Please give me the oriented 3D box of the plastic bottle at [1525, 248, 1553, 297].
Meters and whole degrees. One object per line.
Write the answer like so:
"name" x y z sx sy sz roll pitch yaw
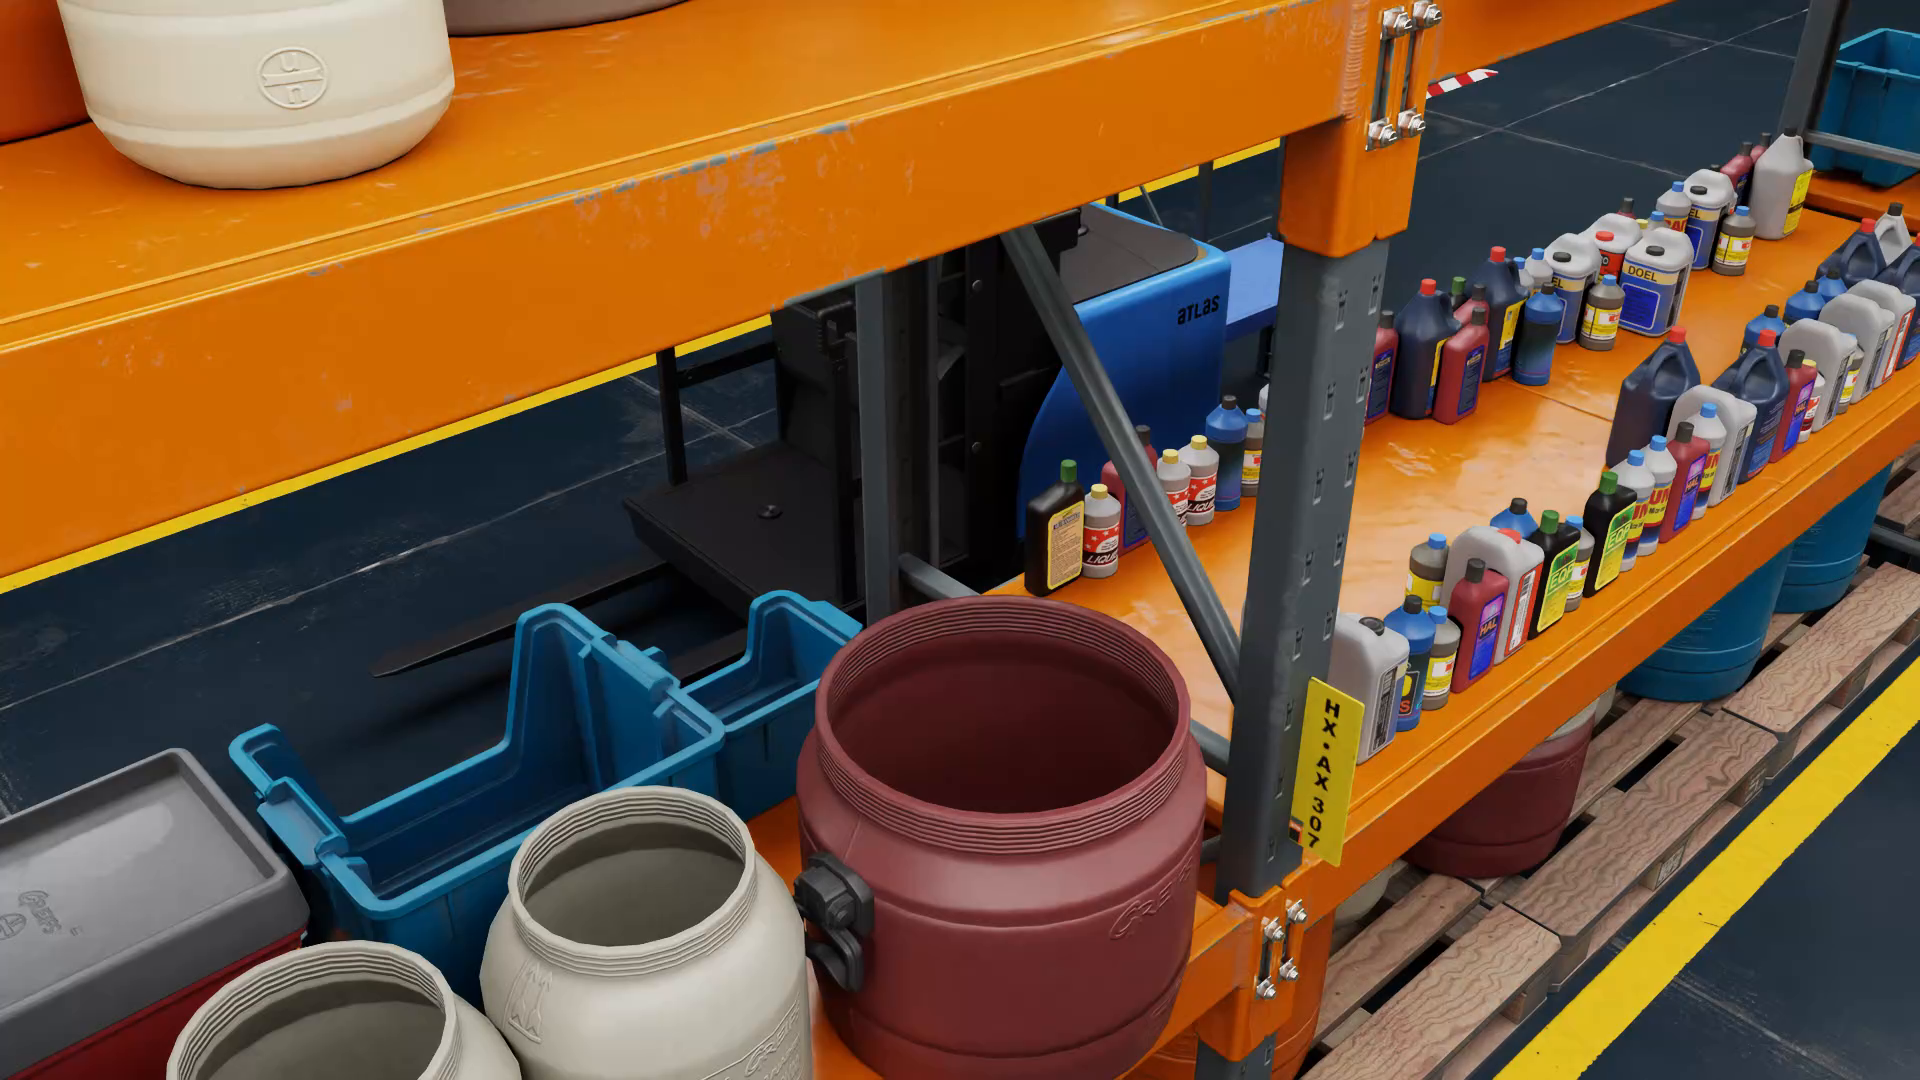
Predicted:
"plastic bottle" 1.577 -0.674 4.601 0.097 0.271 0.097 0 31 0

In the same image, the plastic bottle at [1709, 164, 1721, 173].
"plastic bottle" 2.327 -1.037 5.195 0.097 0.271 0.097 0 31 0

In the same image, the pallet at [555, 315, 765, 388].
"pallet" -1.703 -1.157 7.941 1.213 0.211 1.003 -26 40 -35

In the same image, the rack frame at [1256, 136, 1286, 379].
"rack frame" 1.503 -1.295 6.930 0.032 1.500 0.500 -24 39 -34

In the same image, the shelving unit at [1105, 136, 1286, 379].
"shelving unit" 1.117 -1.123 6.648 1.048 1.500 0.538 -24 39 -34

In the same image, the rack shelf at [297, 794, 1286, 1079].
"rack shelf" -1.272 1.246 2.026 4.000 0.370 1.077 -26 40 -35

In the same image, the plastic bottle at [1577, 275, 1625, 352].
"plastic bottle" 1.779 -0.634 4.602 0.097 0.201 0.097 0 31 0

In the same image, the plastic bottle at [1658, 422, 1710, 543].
"plastic bottle" 1.610 -0.143 3.720 0.133 0.283 0.061 -26 40 -35

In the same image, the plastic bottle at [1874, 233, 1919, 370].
"plastic bottle" 2.541 -0.651 4.487 0.185 0.351 0.144 -26 40 -35

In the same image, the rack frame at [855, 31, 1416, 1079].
"rack frame" 0.195 0.230 2.999 0.127 3.000 1.000 -26 40 -35

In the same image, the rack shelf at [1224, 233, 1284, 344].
"rack shelf" 1.117 -0.969 6.742 1.000 0.185 0.538 -24 39 -34

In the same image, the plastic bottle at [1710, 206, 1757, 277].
"plastic bottle" 2.359 -0.915 5.061 0.097 0.201 0.097 0 31 0

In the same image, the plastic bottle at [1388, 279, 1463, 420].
"plastic bottle" 1.184 -0.502 4.242 0.185 0.351 0.144 -26 40 -35

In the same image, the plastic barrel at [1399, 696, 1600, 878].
"plastic barrel" 1.370 0.499 4.468 0.708 0.588 0.600 -26 40 -35

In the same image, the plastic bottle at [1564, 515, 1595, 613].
"plastic bottle" 1.272 0.043 3.495 0.097 0.201 0.097 0 31 0

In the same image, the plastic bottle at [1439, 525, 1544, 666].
"plastic bottle" 1.071 0.089 3.348 0.135 0.276 0.152 -26 40 -35

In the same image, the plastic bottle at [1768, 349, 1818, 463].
"plastic bottle" 2.014 -0.338 4.039 0.133 0.283 0.061 -26 40 -35

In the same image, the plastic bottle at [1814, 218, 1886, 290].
"plastic bottle" 2.443 -0.706 4.577 0.185 0.351 0.144 -26 40 -35

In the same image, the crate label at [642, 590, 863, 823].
"crate label" -0.369 0.307 3.032 0.416 0.233 0.303 -26 40 -35

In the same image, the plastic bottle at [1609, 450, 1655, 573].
"plastic bottle" 1.442 -0.069 3.611 0.097 0.271 0.097 0 31 0

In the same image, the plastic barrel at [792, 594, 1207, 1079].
"plastic barrel" 0.060 0.452 2.505 0.708 0.536 0.600 -26 40 -35

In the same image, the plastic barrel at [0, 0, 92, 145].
"plastic barrel" -1.035 -0.793 1.384 0.708 0.830 0.600 -26 40 -35

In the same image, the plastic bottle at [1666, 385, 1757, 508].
"plastic bottle" 1.749 -0.239 3.884 0.135 0.276 0.152 -26 40 -35

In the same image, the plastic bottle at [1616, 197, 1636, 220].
"plastic bottle" 1.918 -0.857 4.888 0.133 0.283 0.061 -26 40 -35

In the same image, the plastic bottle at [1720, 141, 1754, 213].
"plastic bottle" 2.471 -1.125 5.326 0.133 0.283 0.061 -26 40 -35

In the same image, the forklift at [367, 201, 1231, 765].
"forklift" -0.476 -1.039 5.140 3.031 2.935 1.130 -24 39 -34

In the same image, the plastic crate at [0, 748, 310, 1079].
"plastic crate" -1.198 0.659 2.236 0.583 0.464 0.402 -26 40 -35

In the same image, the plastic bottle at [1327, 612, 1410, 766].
"plastic bottle" 0.732 0.253 3.080 0.135 0.276 0.152 -26 40 -35

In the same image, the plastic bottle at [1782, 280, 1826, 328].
"plastic bottle" 2.224 -0.555 4.406 0.097 0.271 0.097 0 31 0

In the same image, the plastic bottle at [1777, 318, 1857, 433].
"plastic bottle" 2.152 -0.434 4.203 0.135 0.276 0.152 -26 40 -35

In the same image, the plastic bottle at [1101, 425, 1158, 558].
"plastic bottle" 0.370 -0.109 3.665 0.133 0.283 0.061 -26 40 -35

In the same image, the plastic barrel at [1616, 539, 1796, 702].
"plastic barrel" 2.198 -0.035 5.041 0.708 0.901 0.600 -26 40 -35

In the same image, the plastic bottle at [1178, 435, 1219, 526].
"plastic bottle" 0.539 -0.142 3.798 0.097 0.201 0.097 0 31 0

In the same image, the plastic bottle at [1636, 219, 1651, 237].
"plastic bottle" 2.015 -0.856 4.965 0.097 0.201 0.097 0 31 0

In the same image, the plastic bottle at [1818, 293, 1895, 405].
"plastic bottle" 2.322 -0.516 4.338 0.135 0.276 0.152 -26 40 -35

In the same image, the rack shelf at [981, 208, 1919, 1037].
"rack shelf" 1.661 -0.173 4.347 4.000 0.370 1.077 -26 40 -35

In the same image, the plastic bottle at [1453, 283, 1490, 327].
"plastic bottle" 1.314 -0.522 4.340 0.133 0.283 0.061 -26 40 -35

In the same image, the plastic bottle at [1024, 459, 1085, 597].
"plastic bottle" 0.201 -0.027 3.531 0.133 0.283 0.061 -26 40 -35

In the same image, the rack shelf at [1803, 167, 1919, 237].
"rack shelf" 4.594 -1.591 6.667 4.000 0.370 1.077 -26 40 -35

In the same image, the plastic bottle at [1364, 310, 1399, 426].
"plastic bottle" 1.039 -0.432 4.194 0.133 0.283 0.061 -26 40 -35

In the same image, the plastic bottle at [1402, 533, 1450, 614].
"plastic bottle" 0.973 0.080 3.435 0.097 0.201 0.097 0 31 0

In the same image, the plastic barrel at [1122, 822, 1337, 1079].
"plastic barrel" 0.542 0.797 3.750 0.708 0.830 0.600 -26 40 -35

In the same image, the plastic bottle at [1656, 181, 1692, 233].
"plastic bottle" 2.157 -0.955 5.060 0.097 0.271 0.097 0 31 0

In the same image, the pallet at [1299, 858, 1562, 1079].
"pallet" 0.744 1.124 4.210 1.213 0.211 1.003 -26 40 -35

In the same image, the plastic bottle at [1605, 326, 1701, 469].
"plastic bottle" 1.666 -0.336 3.972 0.185 0.351 0.144 -26 40 -35

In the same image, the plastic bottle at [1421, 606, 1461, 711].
"plastic bottle" 0.907 0.220 3.206 0.097 0.201 0.097 0 31 0

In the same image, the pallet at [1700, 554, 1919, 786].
"pallet" 2.534 0.258 5.625 1.213 0.211 1.003 -26 40 -35

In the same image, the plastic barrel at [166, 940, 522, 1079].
"plastic barrel" -0.723 0.778 1.995 0.421 0.512 0.421 0 31 0

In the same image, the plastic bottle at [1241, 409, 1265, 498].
"plastic bottle" 0.682 -0.211 3.911 0.097 0.201 0.097 0 31 0

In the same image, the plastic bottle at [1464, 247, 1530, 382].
"plastic bottle" 1.418 -0.615 4.427 0.185 0.351 0.144 -26 40 -35
